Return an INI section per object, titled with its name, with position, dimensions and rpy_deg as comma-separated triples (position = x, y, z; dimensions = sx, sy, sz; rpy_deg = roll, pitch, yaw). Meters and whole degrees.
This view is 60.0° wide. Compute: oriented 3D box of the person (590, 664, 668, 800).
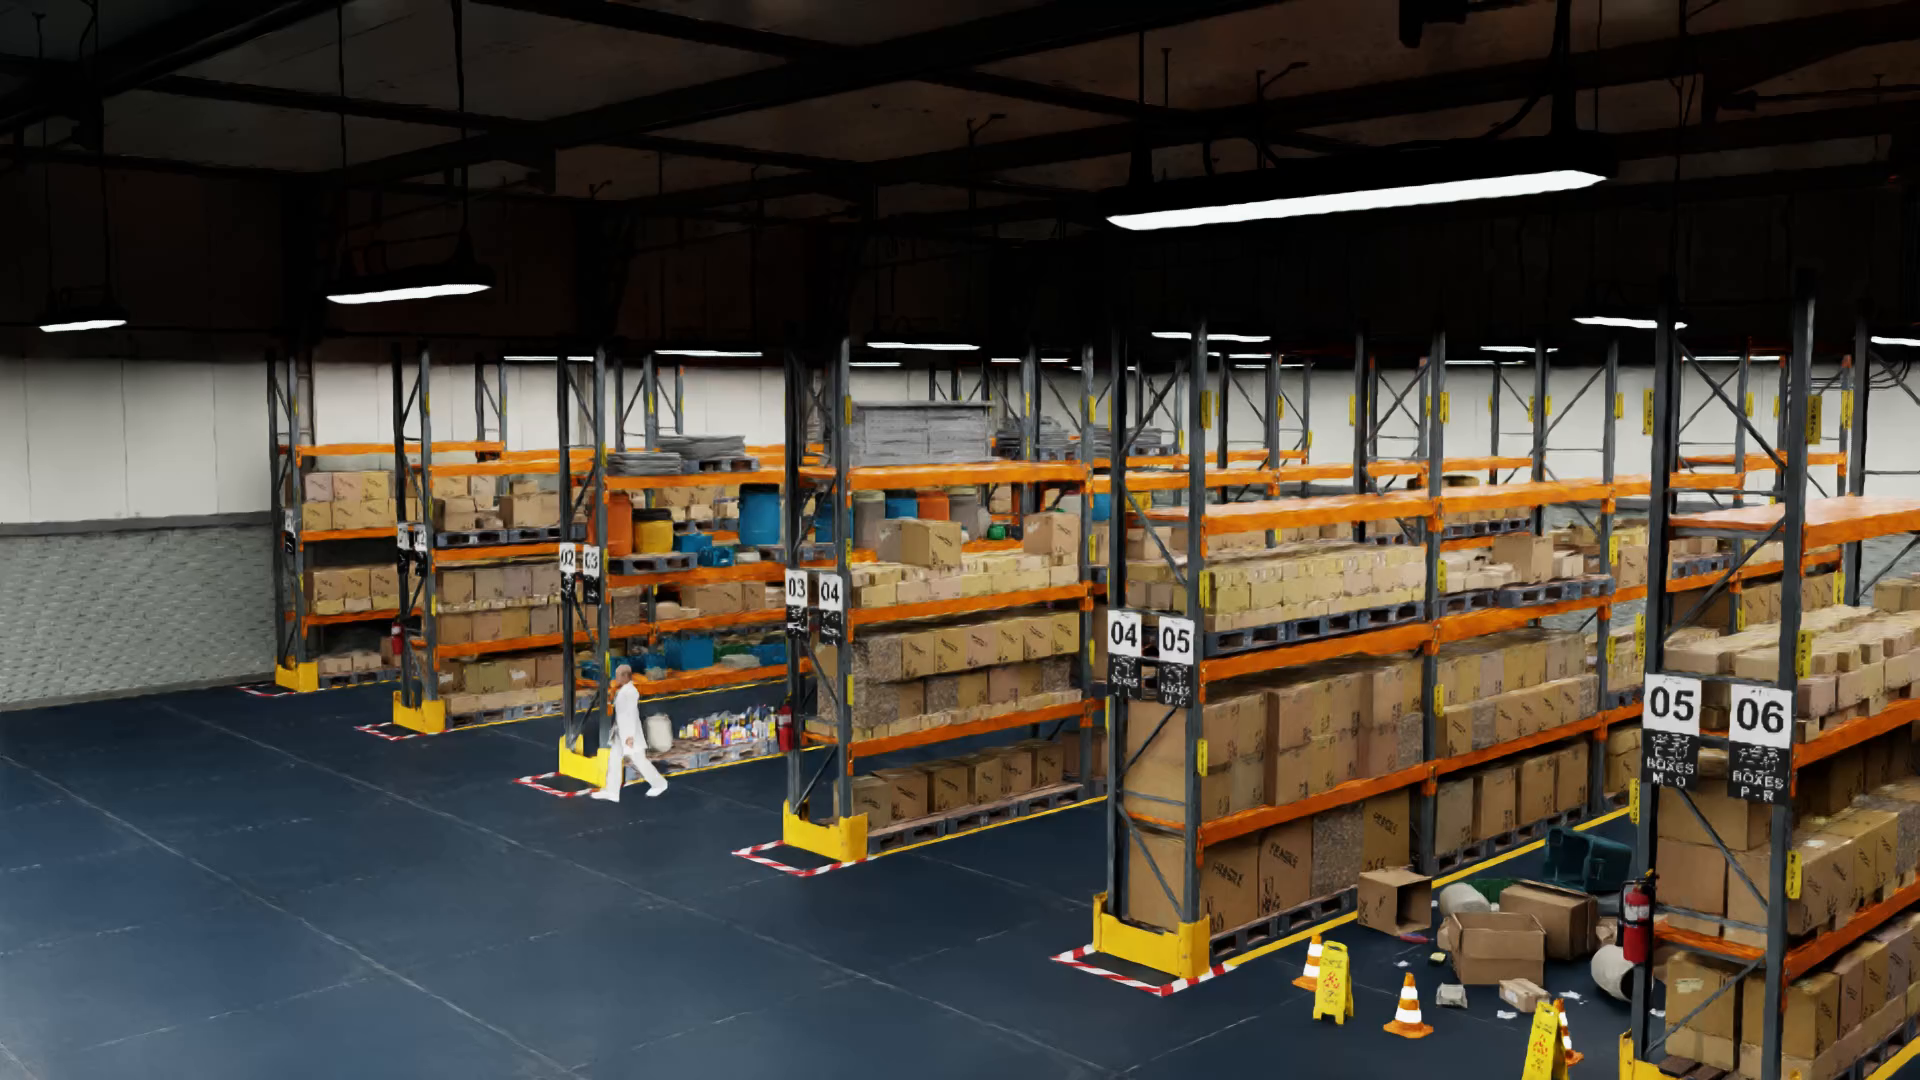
[person]
position = -4.220, 2.454, 21.244
dimensions = 0.973, 1.749, 0.614
rpy_deg = -2, 5, -25
